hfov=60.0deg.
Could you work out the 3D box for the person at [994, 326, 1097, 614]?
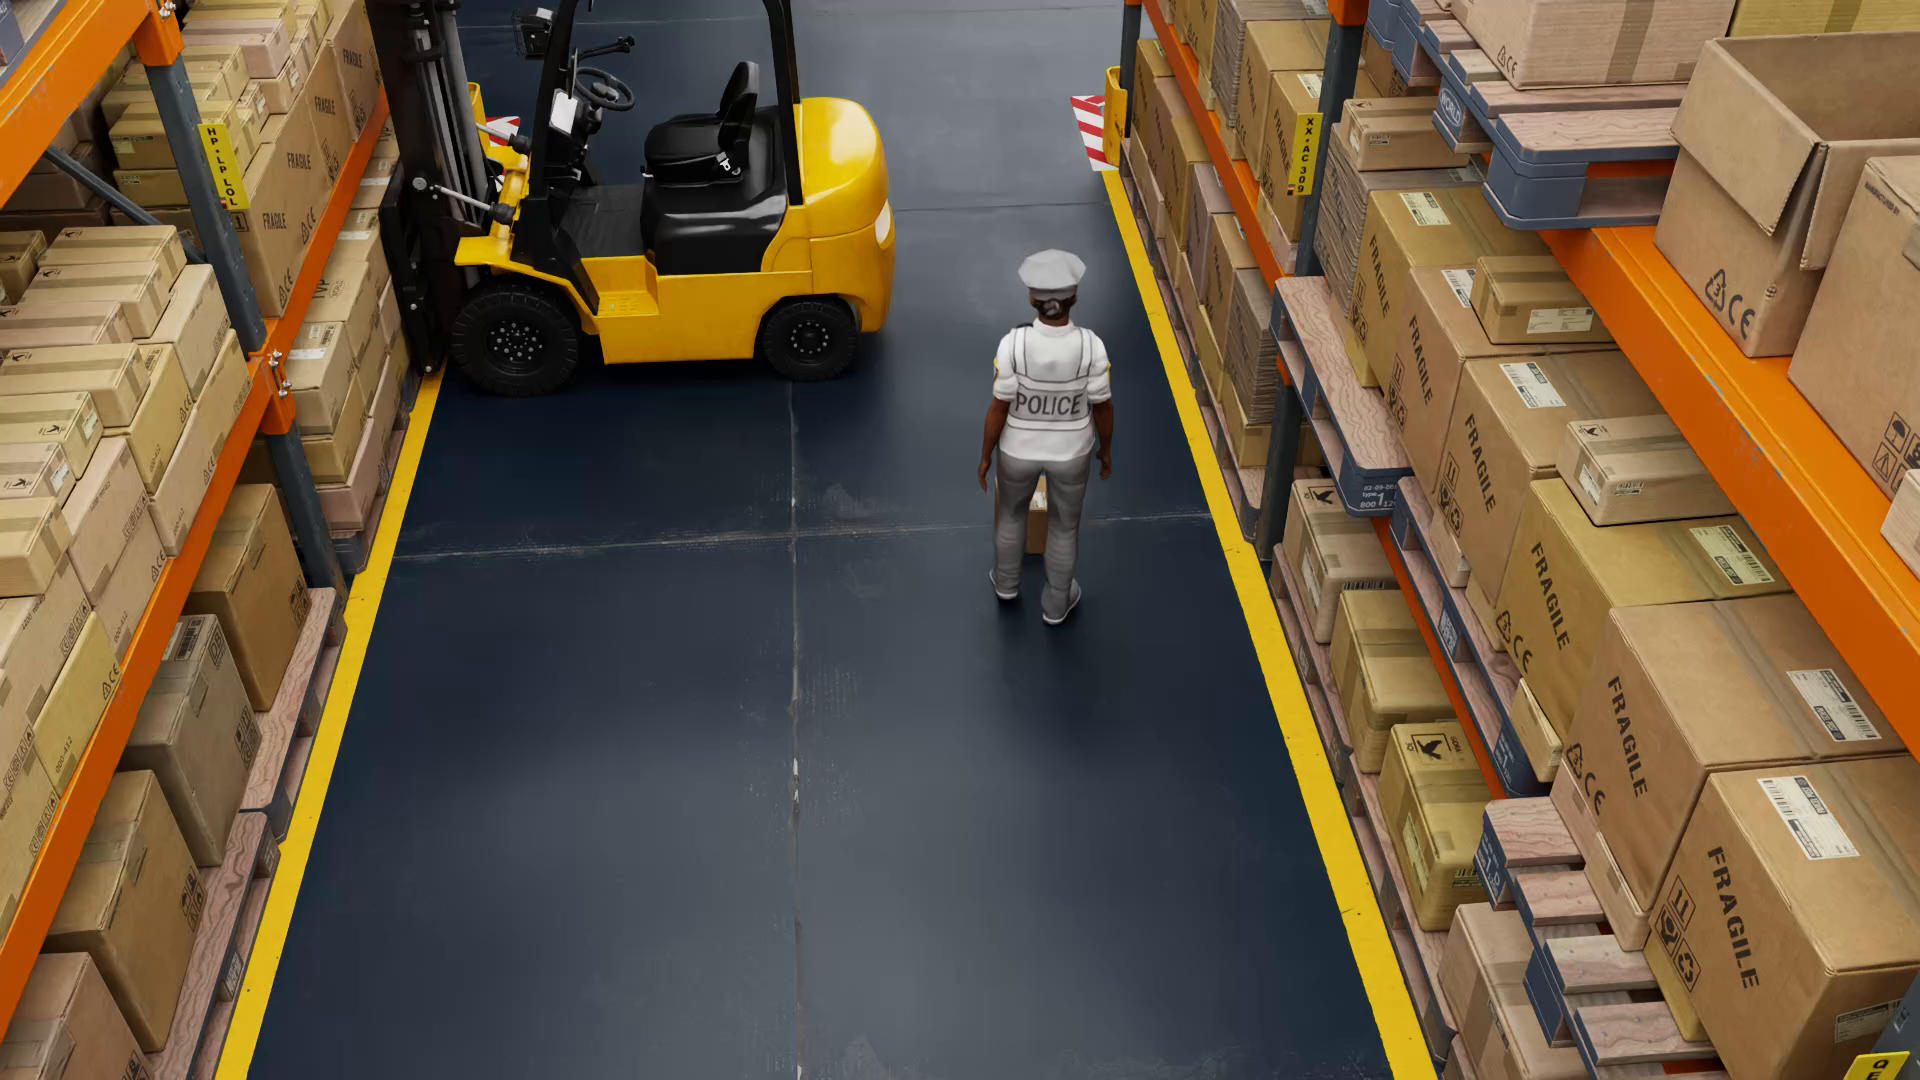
[{"bbox_3d":[0.336,-0.295,6.616,0.393,1.366,0.350,2,39,2],"label":"person"}]
